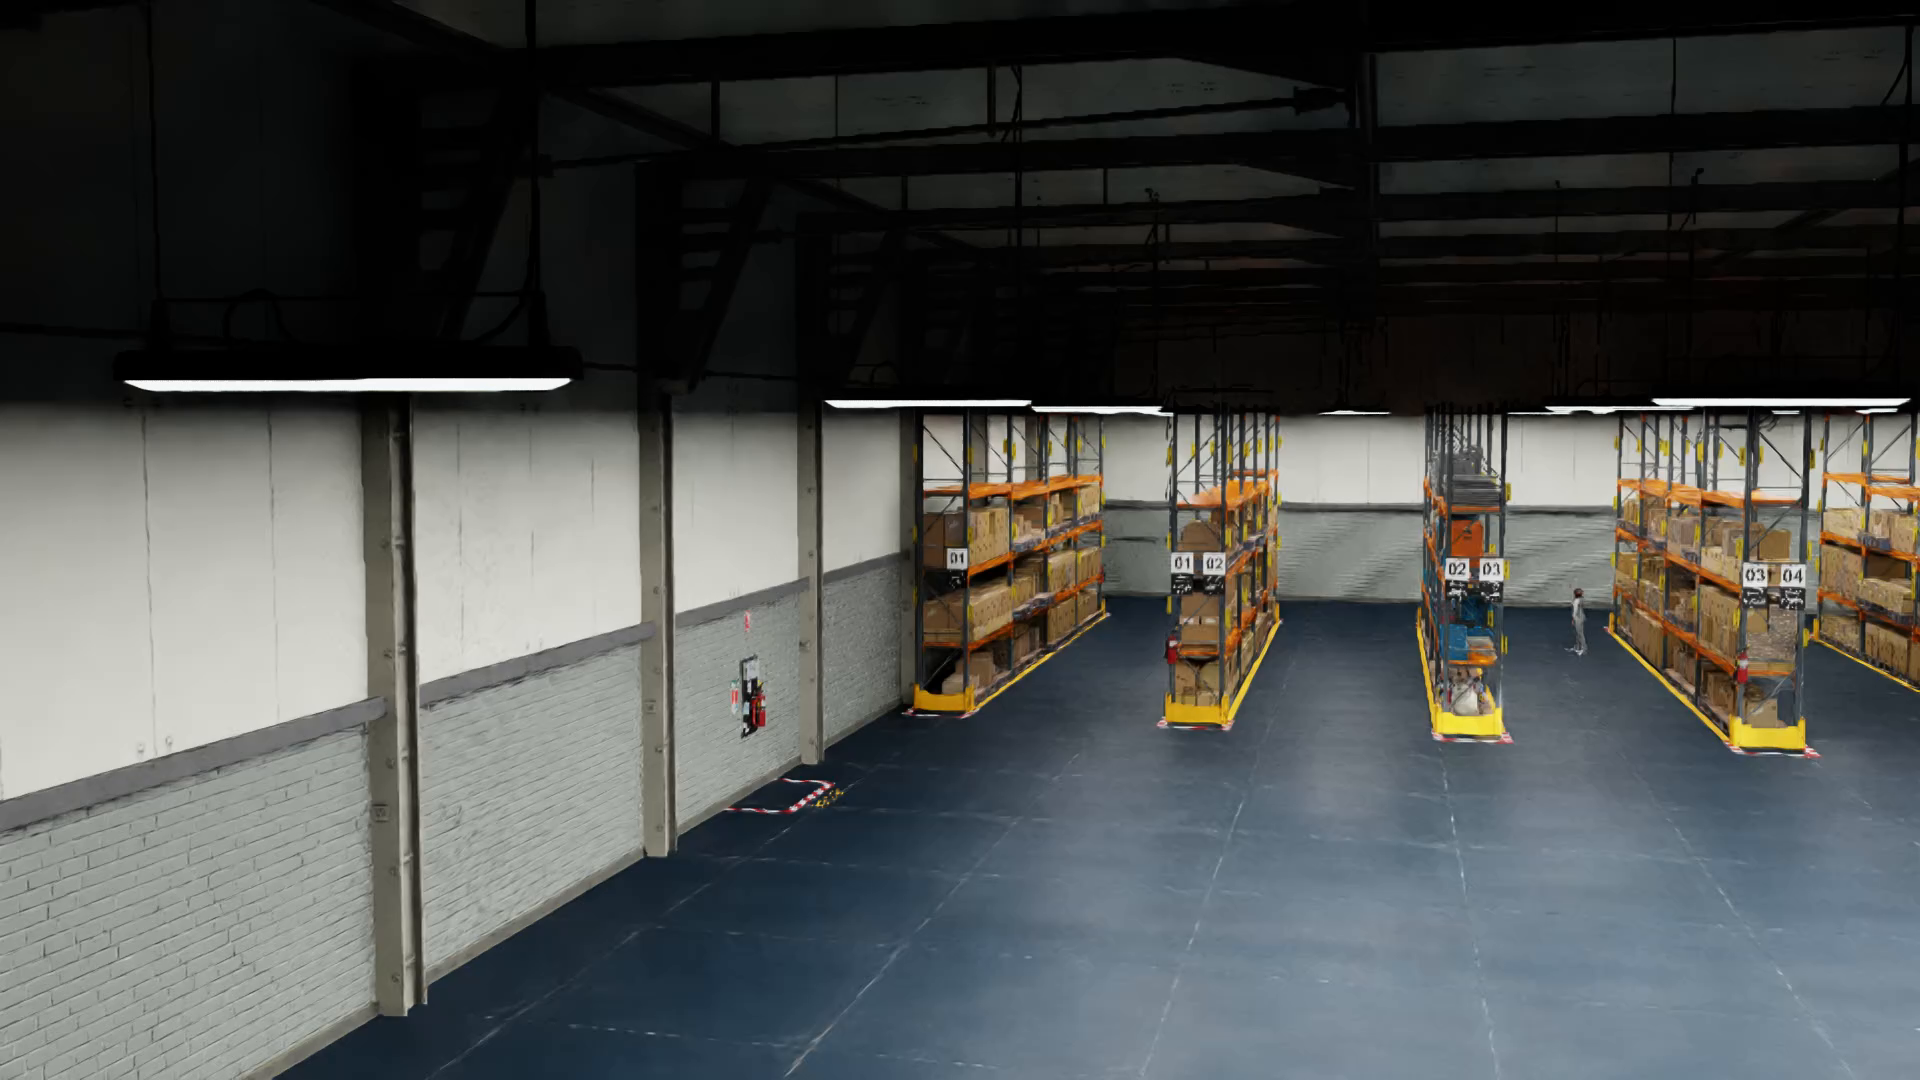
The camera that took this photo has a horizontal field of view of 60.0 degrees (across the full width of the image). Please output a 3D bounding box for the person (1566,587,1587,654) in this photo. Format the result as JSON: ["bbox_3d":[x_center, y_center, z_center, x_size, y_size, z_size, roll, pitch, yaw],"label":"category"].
[{"bbox_3d":[14.969,1.937,40.306,0.540,1.587,0.527,3,5,36],"label":"person"}]

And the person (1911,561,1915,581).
[{"bbox_3d":[26.792,1.417,46.629,0.398,1.708,0.643,-1,4,-16],"label":"person"}]
